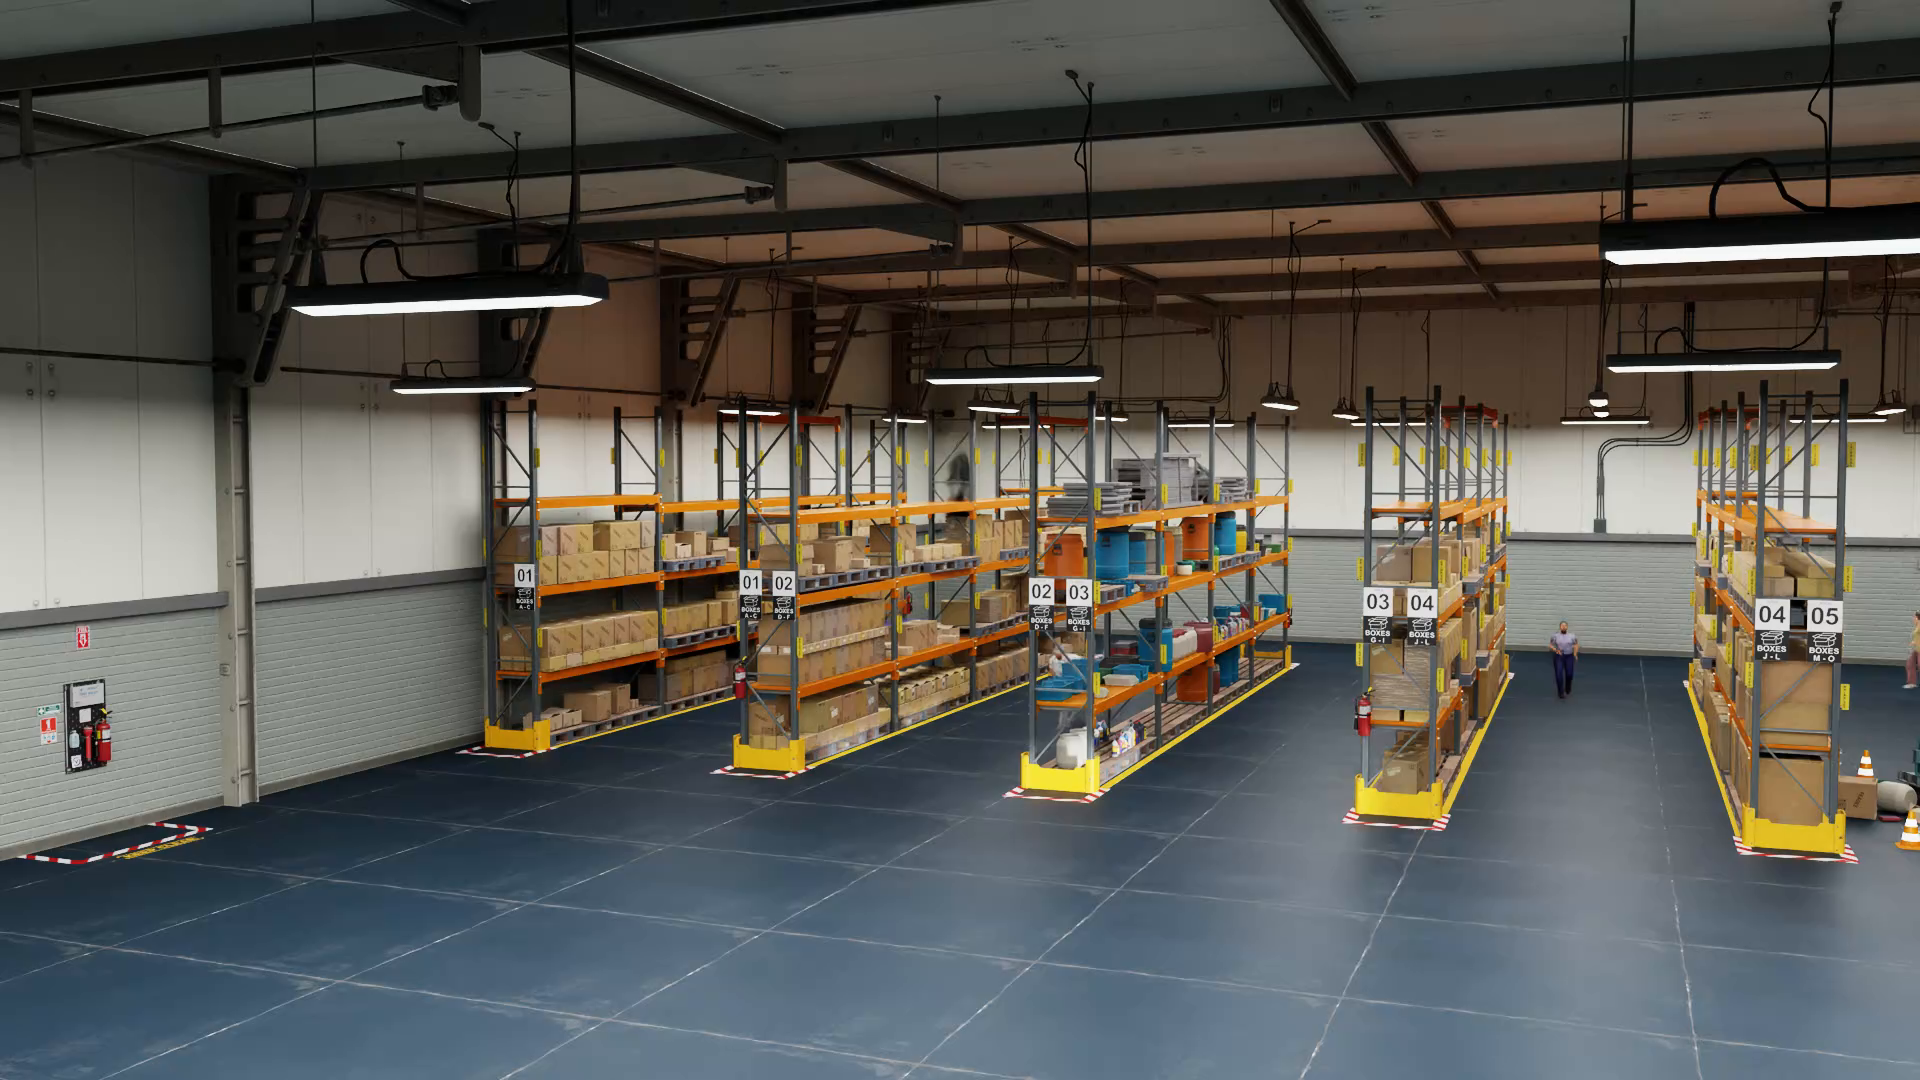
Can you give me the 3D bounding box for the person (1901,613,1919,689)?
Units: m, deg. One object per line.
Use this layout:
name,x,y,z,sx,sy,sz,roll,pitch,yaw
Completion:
person,20.891,2.412,36.008,0.877,1.654,0.560,1,3,15

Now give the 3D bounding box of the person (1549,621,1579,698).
person,12.579,2.495,34.625,0.600,1.608,0.529,1,3,17

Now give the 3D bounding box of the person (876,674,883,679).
person,-1.754,2.411,36.229,0.562,1.609,0.548,1,3,16

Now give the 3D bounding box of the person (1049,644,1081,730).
person,2.001,2.718,30.917,0.648,1.628,1.032,2,3,29
